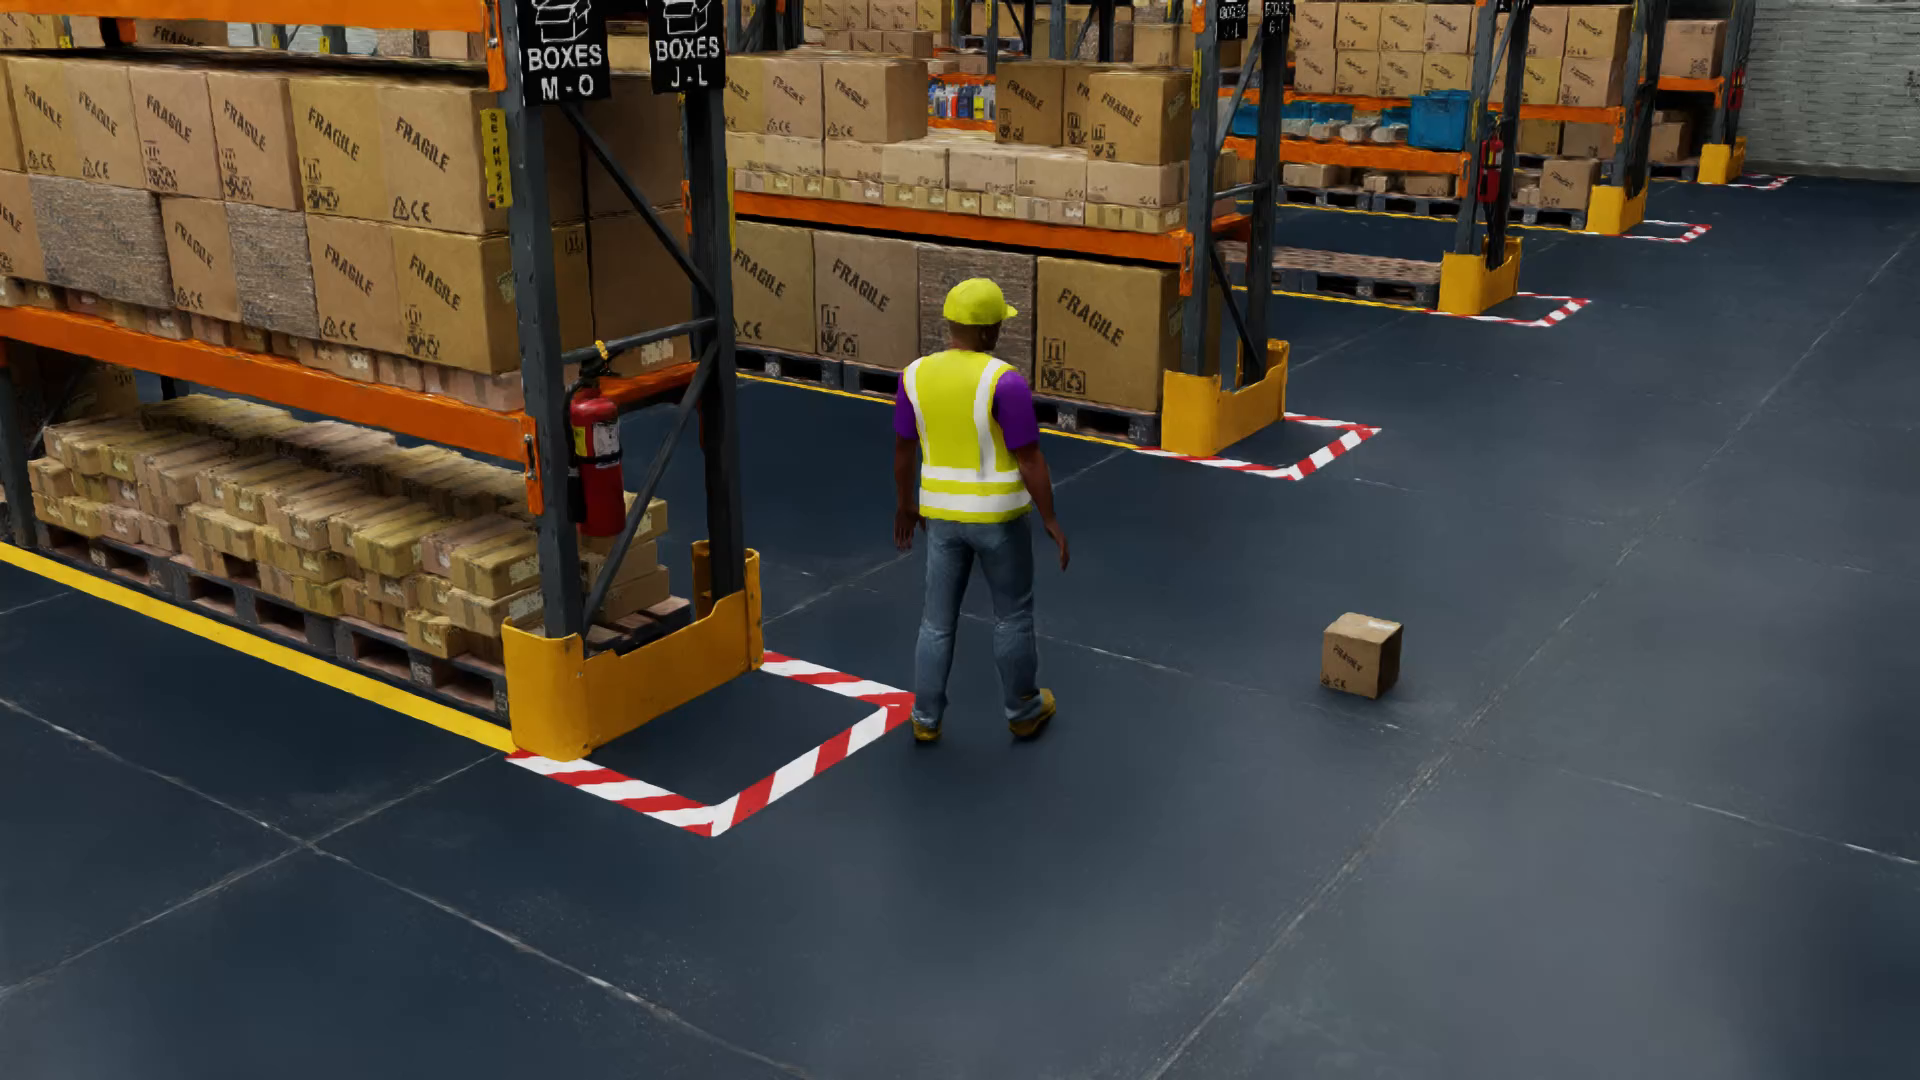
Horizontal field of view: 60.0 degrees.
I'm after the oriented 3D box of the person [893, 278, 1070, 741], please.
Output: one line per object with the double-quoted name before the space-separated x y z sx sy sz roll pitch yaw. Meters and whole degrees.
"person" 0.104 -0.105 6.243 0.764 1.766 0.528 11 23 28
